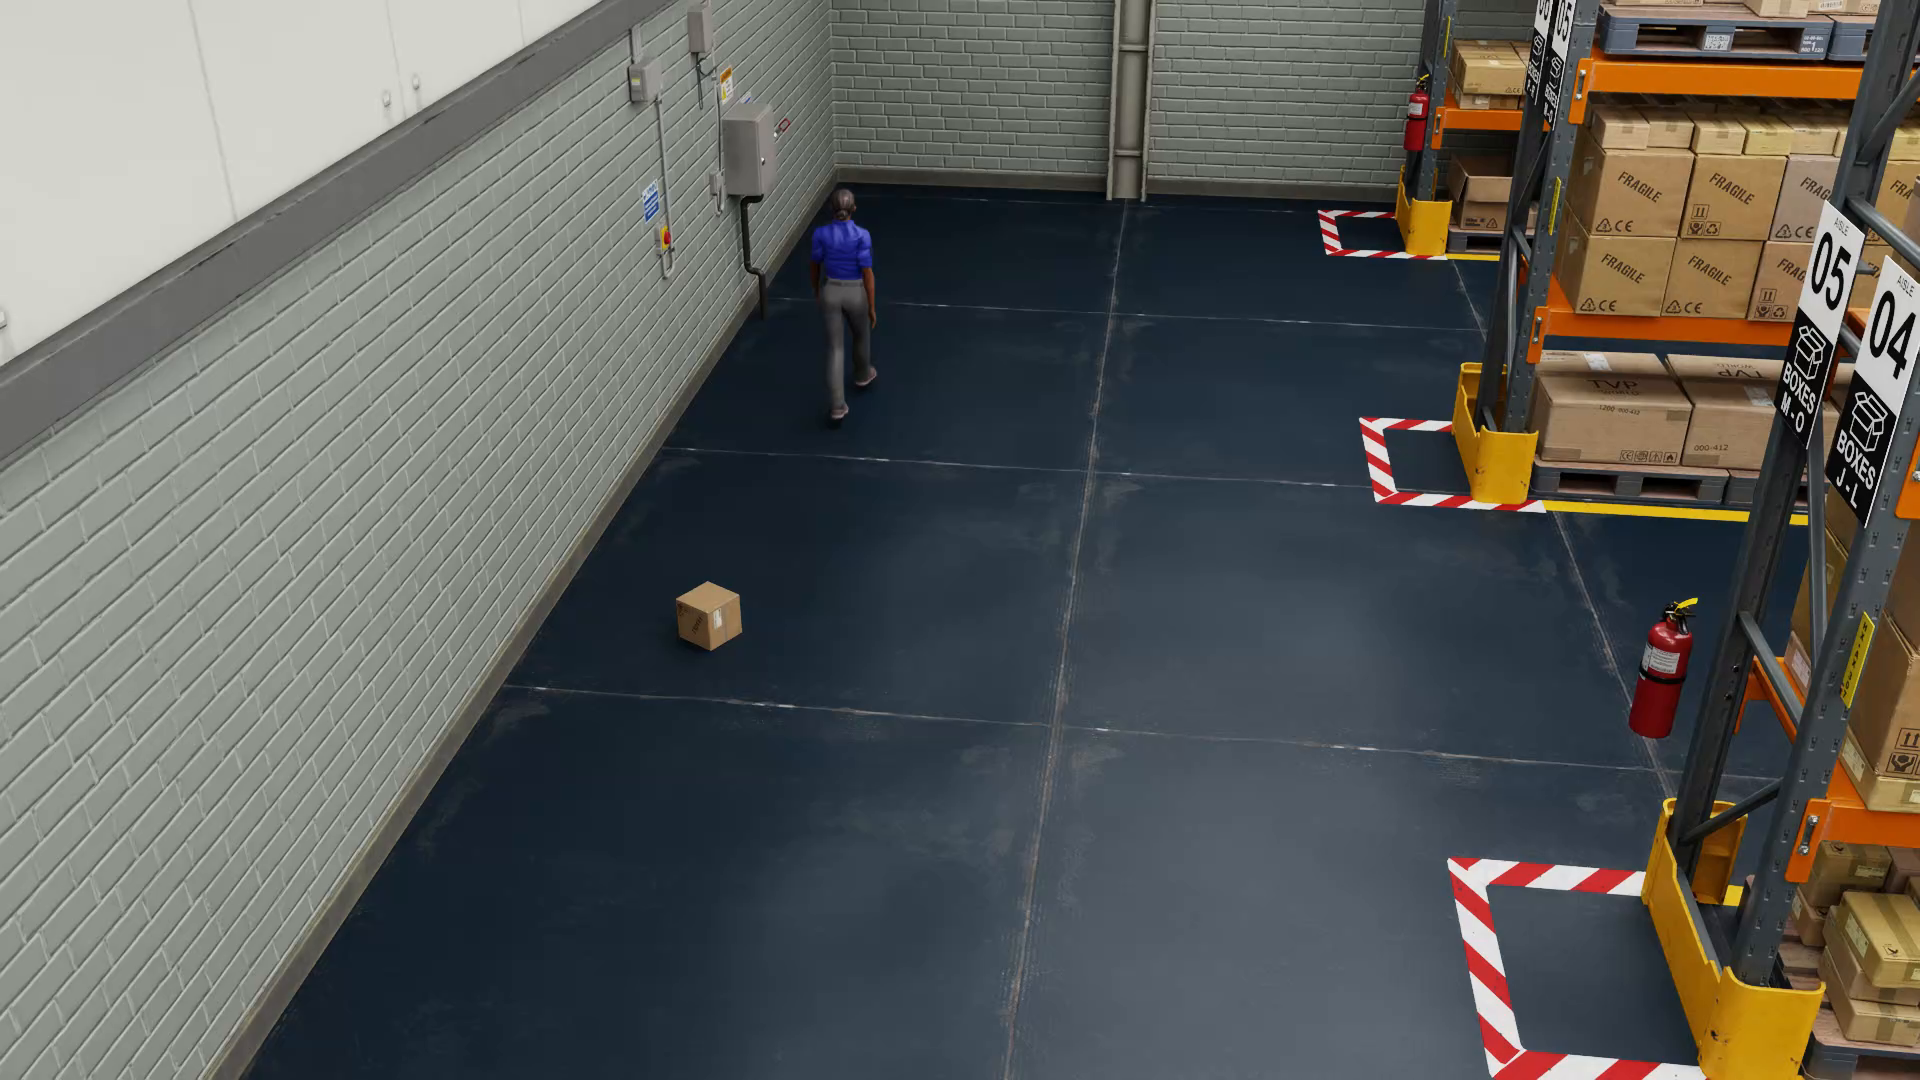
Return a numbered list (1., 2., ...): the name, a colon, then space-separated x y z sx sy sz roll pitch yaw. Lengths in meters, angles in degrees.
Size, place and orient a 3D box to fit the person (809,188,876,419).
1. person: -0.824 -1.747 11.820 0.477 1.593 0.980 1 29 1
